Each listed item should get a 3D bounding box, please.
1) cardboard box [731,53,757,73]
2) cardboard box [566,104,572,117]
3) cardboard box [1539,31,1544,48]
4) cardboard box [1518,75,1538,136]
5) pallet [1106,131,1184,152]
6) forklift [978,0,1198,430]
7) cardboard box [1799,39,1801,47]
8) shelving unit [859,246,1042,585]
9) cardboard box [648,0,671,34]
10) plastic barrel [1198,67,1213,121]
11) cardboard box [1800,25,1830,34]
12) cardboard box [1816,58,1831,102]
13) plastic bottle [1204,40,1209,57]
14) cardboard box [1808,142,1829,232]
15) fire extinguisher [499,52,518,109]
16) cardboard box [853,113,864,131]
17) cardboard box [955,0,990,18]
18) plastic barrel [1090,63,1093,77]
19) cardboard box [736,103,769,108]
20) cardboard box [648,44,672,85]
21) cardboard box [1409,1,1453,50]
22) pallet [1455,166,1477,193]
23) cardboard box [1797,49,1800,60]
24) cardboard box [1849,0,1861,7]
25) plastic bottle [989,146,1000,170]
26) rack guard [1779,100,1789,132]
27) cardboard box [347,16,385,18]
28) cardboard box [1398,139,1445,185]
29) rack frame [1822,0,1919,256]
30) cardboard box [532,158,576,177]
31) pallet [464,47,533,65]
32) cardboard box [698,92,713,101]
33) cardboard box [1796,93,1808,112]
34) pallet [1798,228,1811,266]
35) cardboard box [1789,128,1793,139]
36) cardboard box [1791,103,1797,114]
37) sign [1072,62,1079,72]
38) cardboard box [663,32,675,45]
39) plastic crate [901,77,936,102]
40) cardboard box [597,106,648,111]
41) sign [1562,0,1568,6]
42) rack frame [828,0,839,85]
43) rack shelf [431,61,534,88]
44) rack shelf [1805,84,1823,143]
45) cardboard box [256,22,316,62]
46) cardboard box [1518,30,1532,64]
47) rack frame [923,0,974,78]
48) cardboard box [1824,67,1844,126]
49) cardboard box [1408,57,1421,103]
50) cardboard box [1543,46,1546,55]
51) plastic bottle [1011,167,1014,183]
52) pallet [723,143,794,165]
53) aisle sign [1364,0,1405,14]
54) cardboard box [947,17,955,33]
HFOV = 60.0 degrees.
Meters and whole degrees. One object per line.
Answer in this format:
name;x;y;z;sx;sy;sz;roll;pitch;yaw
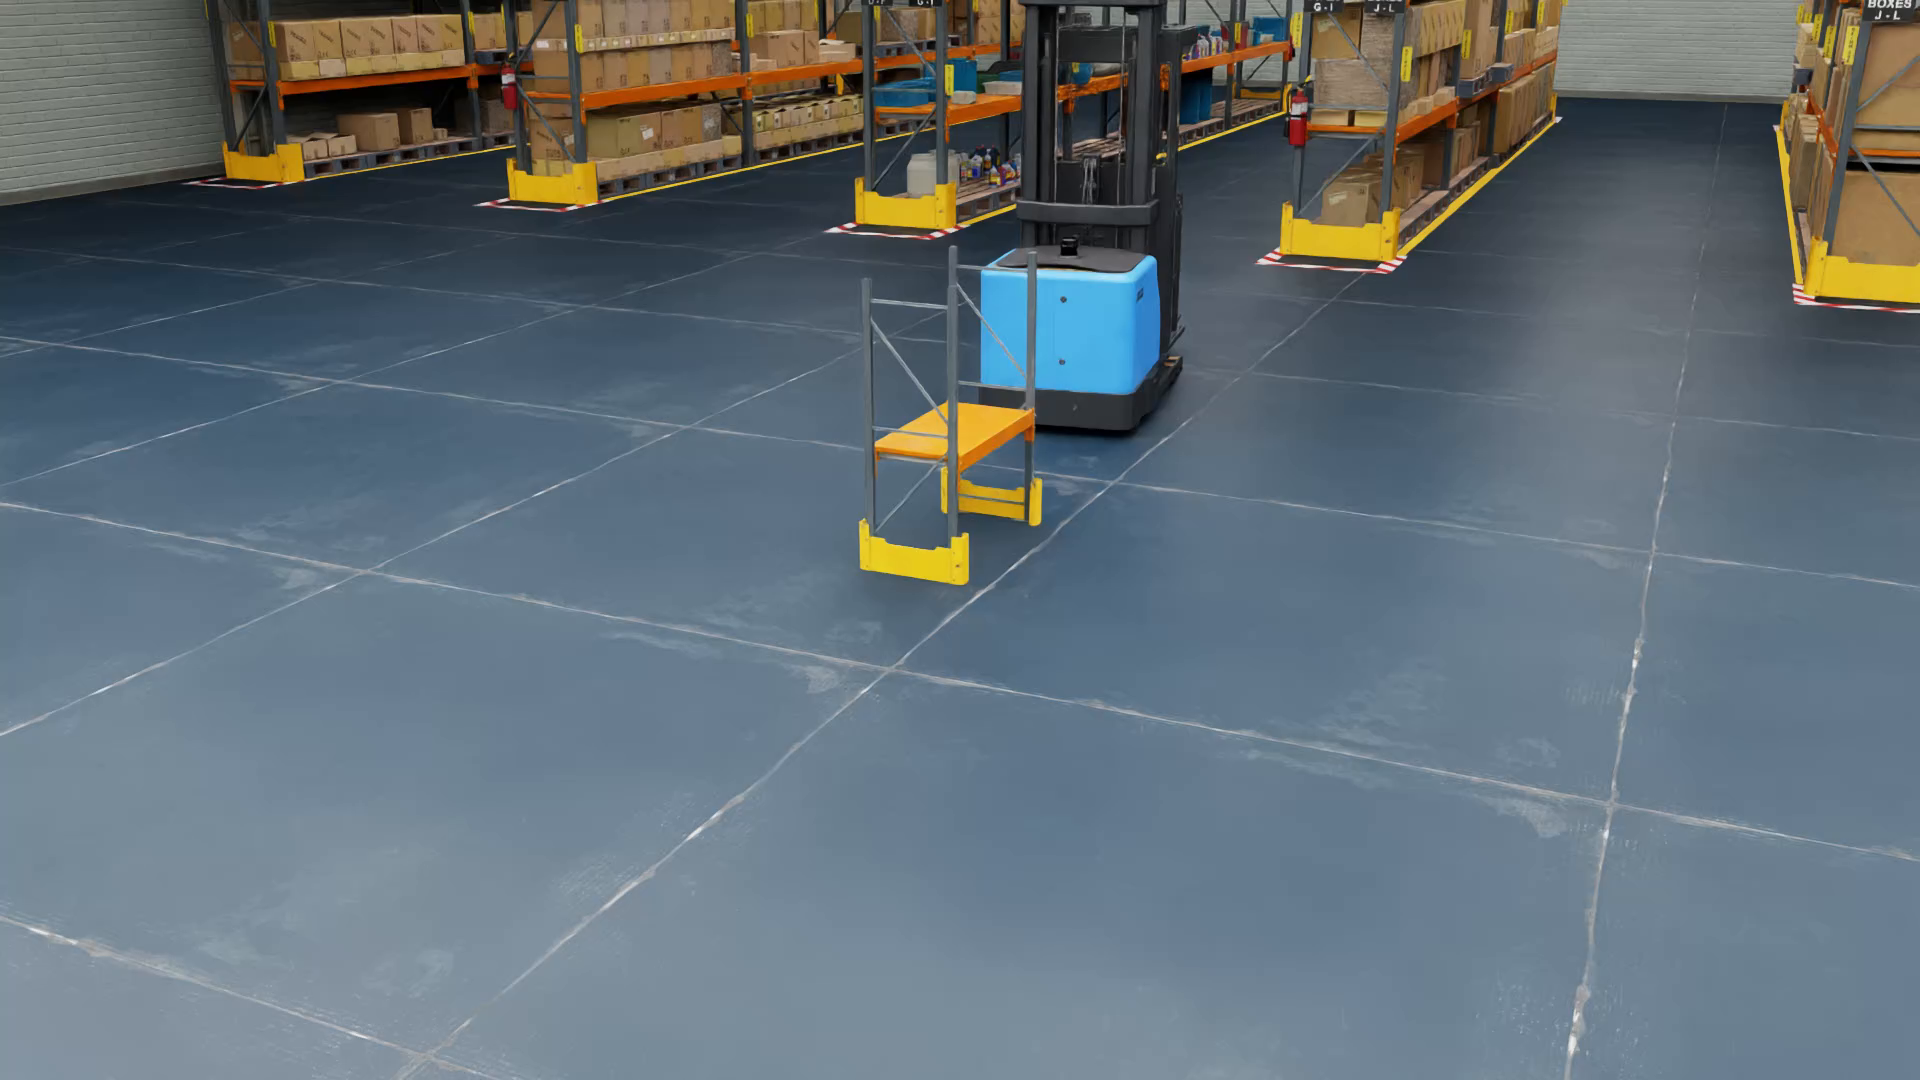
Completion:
cardboard box;-3.335;-7.029;24.481;0.500;0.250;0.500;10;22;26
cardboard box;-6.944;-7.506;28.671;0.700;0.500;0.500;9;21;23
cardboard box;9.455;-8.357;27.771;0.500;0.250;0.500;8;21;22
cardboard box;8.572;-7.027;26.795;1.225;0.875;0.875;9;21;23
pallet;2.944;-6.418;26.701;1.003;0.211;1.213;9;21;23
forklift;1.027;-2.548;11.758;1.130;2.935;3.031;6;20;15
cardboard box;12.186;-7.078;23.698;0.380;0.149;0.250;8;21;22
shelving unit;-0.031;-0.683;8.652;0.587;1.500;1.083;9;21;23
cardboard box;-4.289;-7.005;22.104;0.700;0.500;0.500;9;21;23
plastic barrel;4.059;-7.753;28.799;0.600;0.901;0.708;9;21;23
cardboard box;12.398;-7.380;24.103;0.380;0.149;0.250;8;21;22
cardboard box;10.407;-5.424;19.594;0.500;0.500;0.500;9;21;23
plastic bottle;4.074;-8.219;27.788;0.152;0.276;0.135;9;21;23
cardboard box;9.336;-3.610;17.186;0.875;0.875;0.875;9;21;23
fire extinguisher;-5.607;-5.712;20.668;0.296;0.674;0.183;9;21;23
cardboard box;-1.851;-6.874;27.298;0.500;0.250;0.500;9;22;24
cardboard box;0.229;-10.013;31.005;0.500;0.500;0.500;9;22;24
plastic barrel;1.613;-6.589;22.817;0.433;0.535;0.433;0;20;0
cardboard box;-3.178;-6.585;25.649;0.500;0.311;0.500;8;21;23
cardboard box;-4.300;-6.382;22.289;0.700;0.500;0.500;9;22;24
cardboard box;5.197;-5.760;18.604;0.500;0.500;0.500;9;21;23
pallet;6.355;-4.882;22.380;1.003;0.211;1.213;9;21;23
cardboard box;12.083;-6.863;23.538;0.380;0.149;0.250;8;21;20
cardboard box;13.706;-8.080;25.127;0.500;0.500;0.500;9;22;24
plastic bottle;0.443;-5.012;21.883;0.144;0.351;0.185;9;21;23
rack guard;14.906;-7.339;28.859;1.175;0.500;0.348;9;21;23
cardboard box;-8.825;-7.490;24.627;0.500;0.500;0.500;9;22;24
cardboard box;5.811;-4.797;21.055;0.700;0.500;0.500;7;21;19
rack frame;8.385;-3.649;14.752;1.000;3.000;0.127;9;21;23
cardboard box;-5.184;-4.827;21.543;0.500;0.250;0.500;9;21;23
pallet;-7.572;-7.745;26.557;1.003;0.211;1.213;9;21;23
cardboard box;-5.250;-8.764;31.717;0.750;0.750;0.750;9;22;24
cardboard box;12.756;-6.501;24.757;0.500;0.250;0.500;8;21;20
pallet;9.142;-2.962;16.982;1.003;0.211;1.213;9;21;23
cardboard box;13.149;-6.338;25.943;0.380;0.149;0.250;9;21;23
cardboard box;13.575;-6.921;26.694;0.380;0.149;0.250;7;21;20
sign;1.518;-6.314;21.834;0.100;0.325;0.005;9;21;23
cardboard box;-4.040;-6.714;22.254;0.380;0.149;0.250;9;22;24
plastic crate;-0.414;-5.362;19.790;0.499;0.251;0.408;9;21;23
cardboard box;-4.584;-5.641;22.713;0.500;0.500;0.500;9;21;23
sign;10.943;-9.830;30.051;0.100;0.325;0.005;9;21;23
rack frame;-3.103;-11.290;36.239;1.000;3.000;0.127;9;21;23
rack shelf;-7.198;-7.894;27.764;1.077;0.370;4.000;9;21;23
rack shelf;10.842;-5.144;20.030;1.077;0.370;4.000;9;21;23
cardboard box;-9.186;-6.796;22.676;0.500;0.500;0.500;9;21;23
cardboard box;8.664;-7.745;26.121;0.500;0.500;0.500;9;22;24
rack frame;-0.220;-9.389;30.893;1.000;3.000;0.127;9;21;23
cardboard box;9.350;-4.508;16.943;0.875;0.550;0.550;9;21;23
cardboard box;4.491;-5.028;18.037;0.875;0.500;0.500;9;21;23
cardboard box;9.771;-8.351;28.350;0.380;0.149;0.250;9;21;23
plastic bottle;0.632;-4.606;20.963;0.097;0.201;0.097;0;20;0
pallet;-3.230;-5.860;25.132;1.003;0.211;1.213;9;21;23
aisle sign;4.150;-5.525;16.148;0.394;0.787;0.004;9;21;23
cardboard box;-0.250;-9.624;31.405;0.500;0.500;0.500;9;21;24
